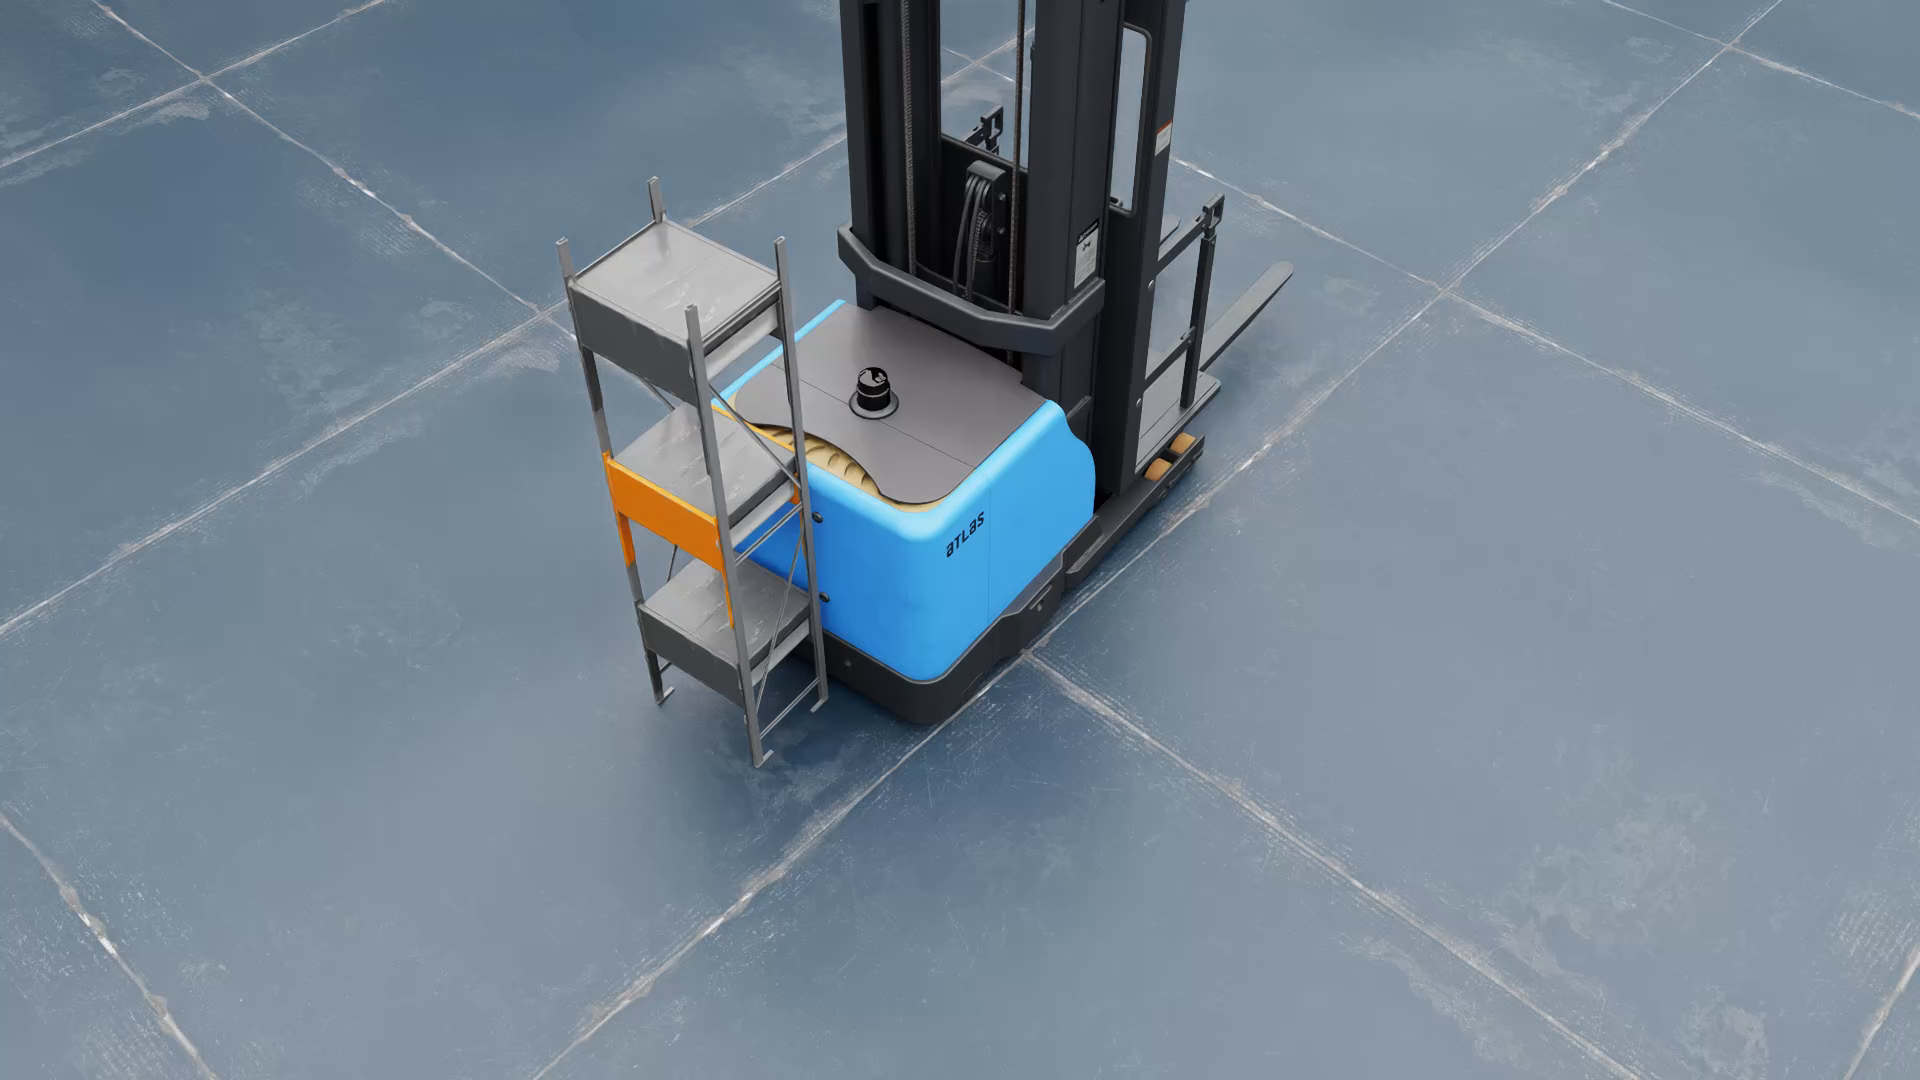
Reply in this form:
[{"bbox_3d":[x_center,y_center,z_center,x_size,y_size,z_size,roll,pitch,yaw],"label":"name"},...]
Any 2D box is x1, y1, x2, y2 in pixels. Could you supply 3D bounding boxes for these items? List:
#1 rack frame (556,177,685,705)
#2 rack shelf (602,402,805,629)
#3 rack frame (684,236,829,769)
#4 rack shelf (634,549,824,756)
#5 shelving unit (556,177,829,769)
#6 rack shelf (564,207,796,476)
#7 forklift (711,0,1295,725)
[{"bbox_3d":[-1.007,-0.226,5.522,0.015,2.100,0.400,28,53,24],"label":"rack frame"},{"bbox_3d":[-0.811,-0.111,5.433,0.480,0.518,0.431,28,53,24],"label":"rack shelf"},{"bbox_3d":[-0.614,-0.015,5.324,0.015,2.100,0.400,28,53,24],"label":"rack frame"},{"bbox_3d":[-0.811,0.368,5.943,0.480,0.518,0.431,28,53,24],"label":"rack shelf"},{"bbox_3d":[-0.811,-0.120,5.423,0.503,2.100,0.431,28,53,24],"label":"shelving unit"},{"bbox_3d":[-0.811,-0.590,4.922,0.480,0.518,0.431,28,53,24],"label":"rack shelf"},{"bbox_3d":[0.369,-1.368,6.024,1.130,2.935,3.031,28,53,24],"label":"forklift"}]
